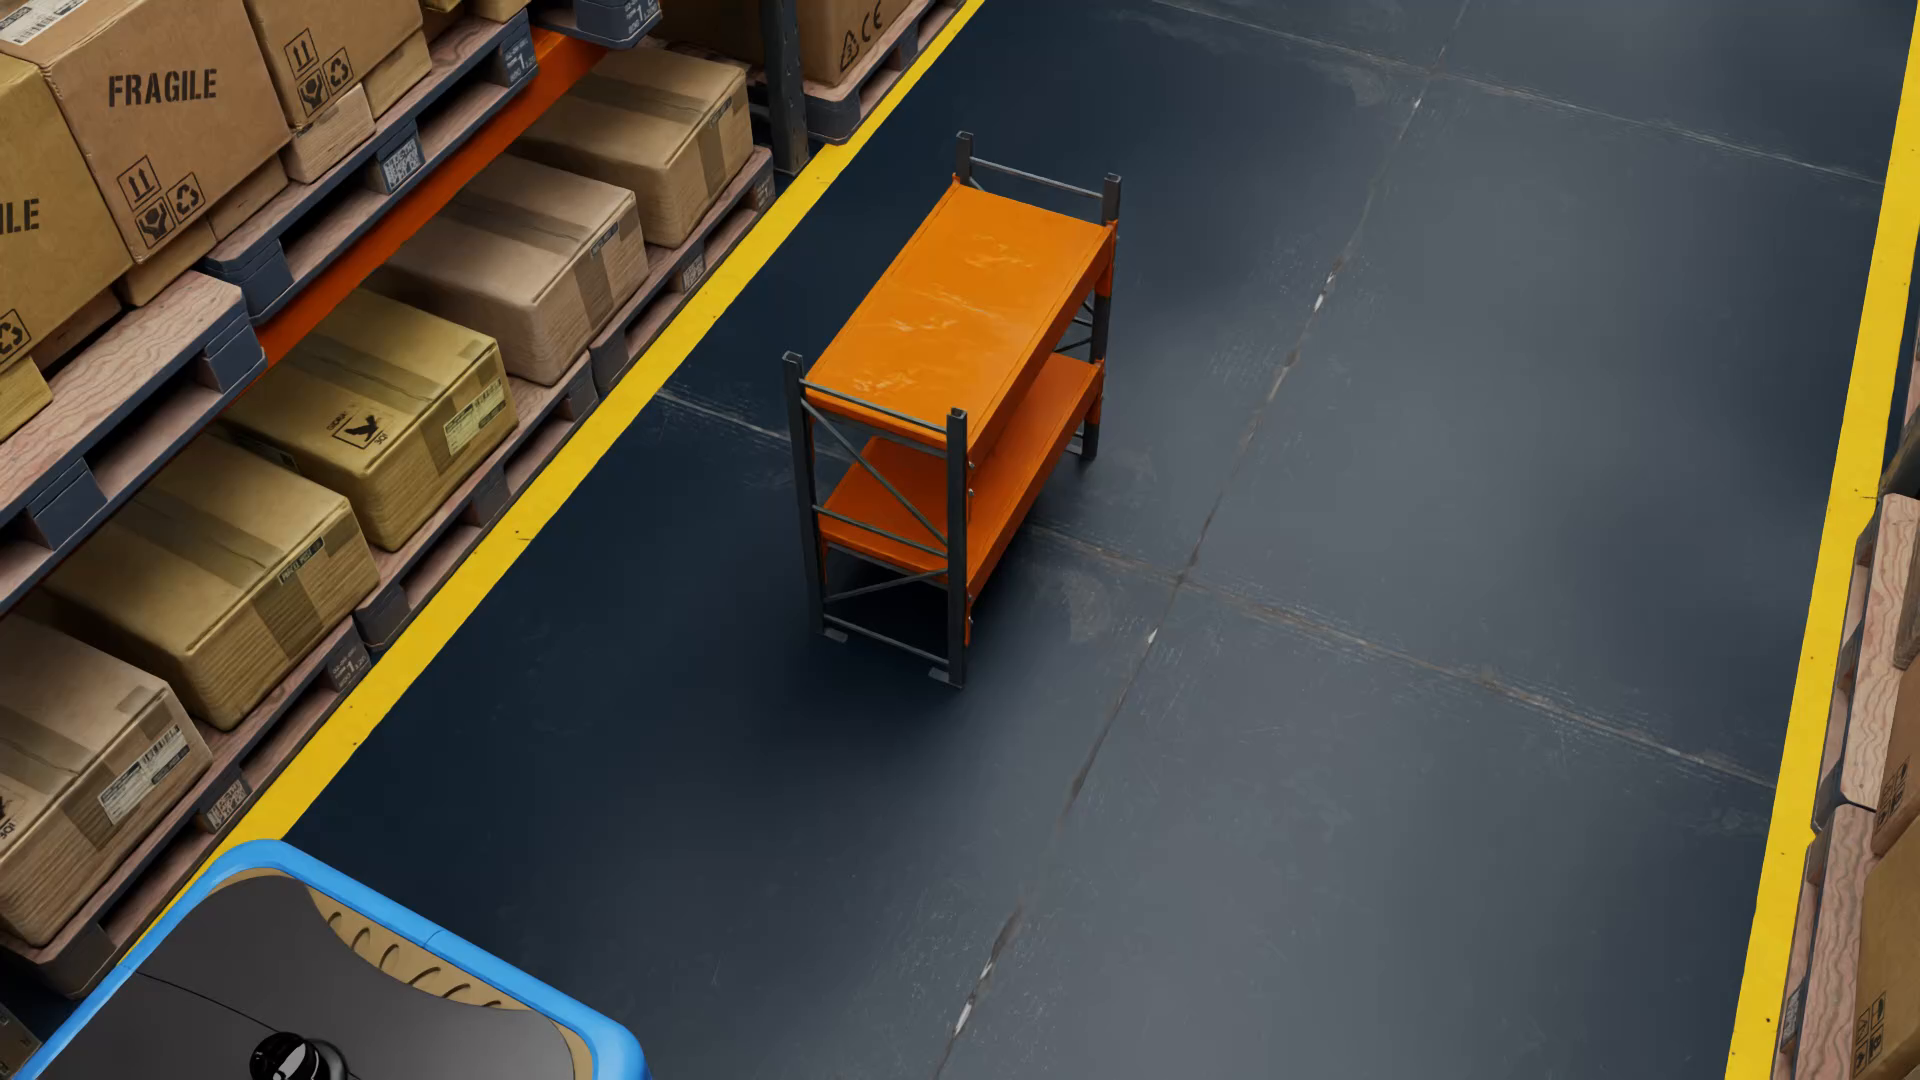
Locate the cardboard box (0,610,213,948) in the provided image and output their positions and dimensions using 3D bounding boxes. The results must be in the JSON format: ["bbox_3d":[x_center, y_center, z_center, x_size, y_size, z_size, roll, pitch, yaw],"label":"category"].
[{"bbox_3d":[-2.552,0.529,4.280,0.950,0.372,0.625,20,53,17],"label":"cardboard box"}]

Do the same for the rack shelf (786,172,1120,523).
[{"bbox_3d":[0.003,-0.559,4.603,0.538,0.278,1.000,20,52,16],"label":"rack shelf"}]

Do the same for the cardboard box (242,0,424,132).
[{"bbox_3d":[-1.668,-1.358,3.899,0.500,0.500,0.500,18,52,15],"label":"cardboard box"}]

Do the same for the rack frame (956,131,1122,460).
[{"bbox_3d":[0.220,-0.719,5.123,0.500,1.125,0.032,20,52,16],"label":"rack frame"}]

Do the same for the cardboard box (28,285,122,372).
[{"bbox_3d":[-2.086,-0.547,3.635,0.380,0.149,0.250,23,53,18],"label":"cardboard box"}]

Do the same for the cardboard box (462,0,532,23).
[{"bbox_3d":[-1.328,-1.571,4.506,0.380,0.149,0.250,21,53,17],"label":"cardboard box"}]

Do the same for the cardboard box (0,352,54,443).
[{"bbox_3d":[-2.137,-0.327,3.448,0.380,0.149,0.250,21,53,17],"label":"cardboard box"}]

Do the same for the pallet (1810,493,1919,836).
[{"bbox_3d":[3.037,0.491,4.694,1.003,0.211,1.213,20,52,16],"label":"pallet"}]

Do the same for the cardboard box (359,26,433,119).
[{"bbox_3d":[-1.583,-1.239,4.224,0.380,0.149,0.250,18,52,15],"label":"cardboard box"}]

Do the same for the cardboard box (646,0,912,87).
[{"bbox_3d":[-0.695,-2.476,6.506,0.875,0.875,0.875,19,52,16],"label":"cardboard box"}]

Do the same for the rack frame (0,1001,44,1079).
[{"bbox_3d":[-2.774,0.175,3.132,1.000,3.000,0.127,20,52,16],"label":"rack frame"}]

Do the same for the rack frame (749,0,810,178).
[{"bbox_3d":[-1.065,-2.579,5.475,1.000,3.000,0.127,20,52,16],"label":"rack frame"}]

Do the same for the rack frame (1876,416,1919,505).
[{"bbox_3d":[3.424,-0.967,4.103,1.000,3.000,0.127,20,52,16],"label":"rack frame"}]

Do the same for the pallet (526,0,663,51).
[{"bbox_3d":[-1.273,-1.992,5.101,1.213,0.211,1.003,20,52,16],"label":"pallet"}]

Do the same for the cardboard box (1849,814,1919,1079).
[{"bbox_3d":[2.586,1.008,3.706,0.875,0.625,0.625,18,52,15],"label":"cardboard box"}]

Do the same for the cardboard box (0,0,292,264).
[{"bbox_3d":[-1.877,-1.000,3.595,0.500,0.500,0.500,20,52,16],"label":"cardboard box"}]

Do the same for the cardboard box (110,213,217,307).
[{"bbox_3d":[-1.938,-0.710,3.774,0.380,0.149,0.250,21,53,17],"label":"cardboard box"}]

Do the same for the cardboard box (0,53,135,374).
[{"bbox_3d":[-2.101,-0.665,3.309,0.500,0.500,0.500,20,52,16],"label":"cardboard box"}]

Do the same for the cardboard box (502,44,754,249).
[{"bbox_3d":[-1.315,-1.478,5.988,0.950,0.372,0.625,17,52,14],"label":"cardboard box"}]

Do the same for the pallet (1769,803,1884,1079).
[{"bbox_3d":[2.515,1.328,3.981,1.003,0.211,1.213,20,52,16],"label":"pallet"}]

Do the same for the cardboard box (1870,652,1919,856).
[{"bbox_3d":[2.874,0.544,4.101,0.875,0.625,0.625,21,53,17],"label":"cardboard box"}]

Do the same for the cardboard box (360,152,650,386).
[{"bbox_3d":[-1.623,-0.967,5.553,0.950,0.372,0.625,19,52,15],"label":"cardboard box"}]

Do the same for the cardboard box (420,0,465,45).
[{"bbox_3d":[-1.550,-1.439,4.394,0.380,0.149,0.250,20,53,16],"label":"cardboard box"}]

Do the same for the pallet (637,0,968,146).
[{"bbox_3d":[-0.660,-2.194,6.978,1.003,0.211,1.213,20,52,16],"label":"pallet"}]

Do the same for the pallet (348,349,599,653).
[{"bbox_3d":[-1.923,-0.301,5.368,1.003,0.211,1.213,20,52,16],"label":"pallet"}]

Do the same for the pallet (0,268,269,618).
[{"bbox_3d":[-2.316,-0.242,3.612,1.003,0.211,1.213,20,52,16],"label":"pallet"}]

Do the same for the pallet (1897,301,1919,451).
[{"bbox_3d":[3.778,-0.565,5.592,1.003,0.211,1.213,20,52,16],"label":"pallet"}]

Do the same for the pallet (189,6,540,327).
[{"bbox_3d":[-1.874,-1.141,4.377,1.003,0.211,1.213,20,52,16],"label":"pallet"}]

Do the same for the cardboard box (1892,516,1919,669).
[{"bbox_3d":[3.146,0.092,4.486,0.875,0.625,0.625,21,53,17],"label":"cardboard box"}]

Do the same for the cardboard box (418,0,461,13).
[{"bbox_3d":[-1.433,-1.733,4.219,0.500,0.500,0.500,17,52,14],"label":"cardboard box"}]

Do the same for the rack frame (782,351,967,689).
[{"bbox_3d":[-0.214,-0.019,4.528,0.500,1.125,0.032,20,52,16],"label":"rack frame"}]

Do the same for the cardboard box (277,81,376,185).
[{"bbox_3d":[-1.670,-1.046,4.060,0.380,0.149,0.250,22,53,17],"label":"cardboard box"}]

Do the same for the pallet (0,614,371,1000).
[{"bbox_3d":[-2.443,0.542,4.650,1.003,0.211,1.213,20,52,16],"label":"pallet"}]

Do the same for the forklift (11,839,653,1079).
[{"bbox_3d":[-1.704,1.492,2.056,1.130,2.935,3.031,22,53,18],"label":"forklift"}]

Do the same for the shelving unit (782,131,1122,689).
[{"bbox_3d":[0.003,-0.369,4.826,0.538,1.125,1.048,20,52,16],"label":"shelving unit"}]

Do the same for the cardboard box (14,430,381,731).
[{"bbox_3d":[-2.248,0.032,4.703,0.950,0.372,0.625,23,53,18],"label":"cardboard box"}]

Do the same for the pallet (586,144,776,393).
[{"bbox_3d":[-1.400,-1.138,6.080,1.003,0.211,1.213,20,52,16],"label":"pallet"}]

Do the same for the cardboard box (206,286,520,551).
[{"bbox_3d":[-1.953,-0.447,5.110,0.950,0.372,0.625,21,53,17],"label":"cardboard box"}]

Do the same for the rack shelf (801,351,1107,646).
[{"bbox_3d":[0.003,-0.211,5.012,0.538,0.278,1.000,20,52,16],"label":"rack shelf"}]

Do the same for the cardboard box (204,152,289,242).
[{"bbox_3d":[-1.831,-0.880,3.918,0.380,0.149,0.250,20,53,16],"label":"cardboard box"}]
